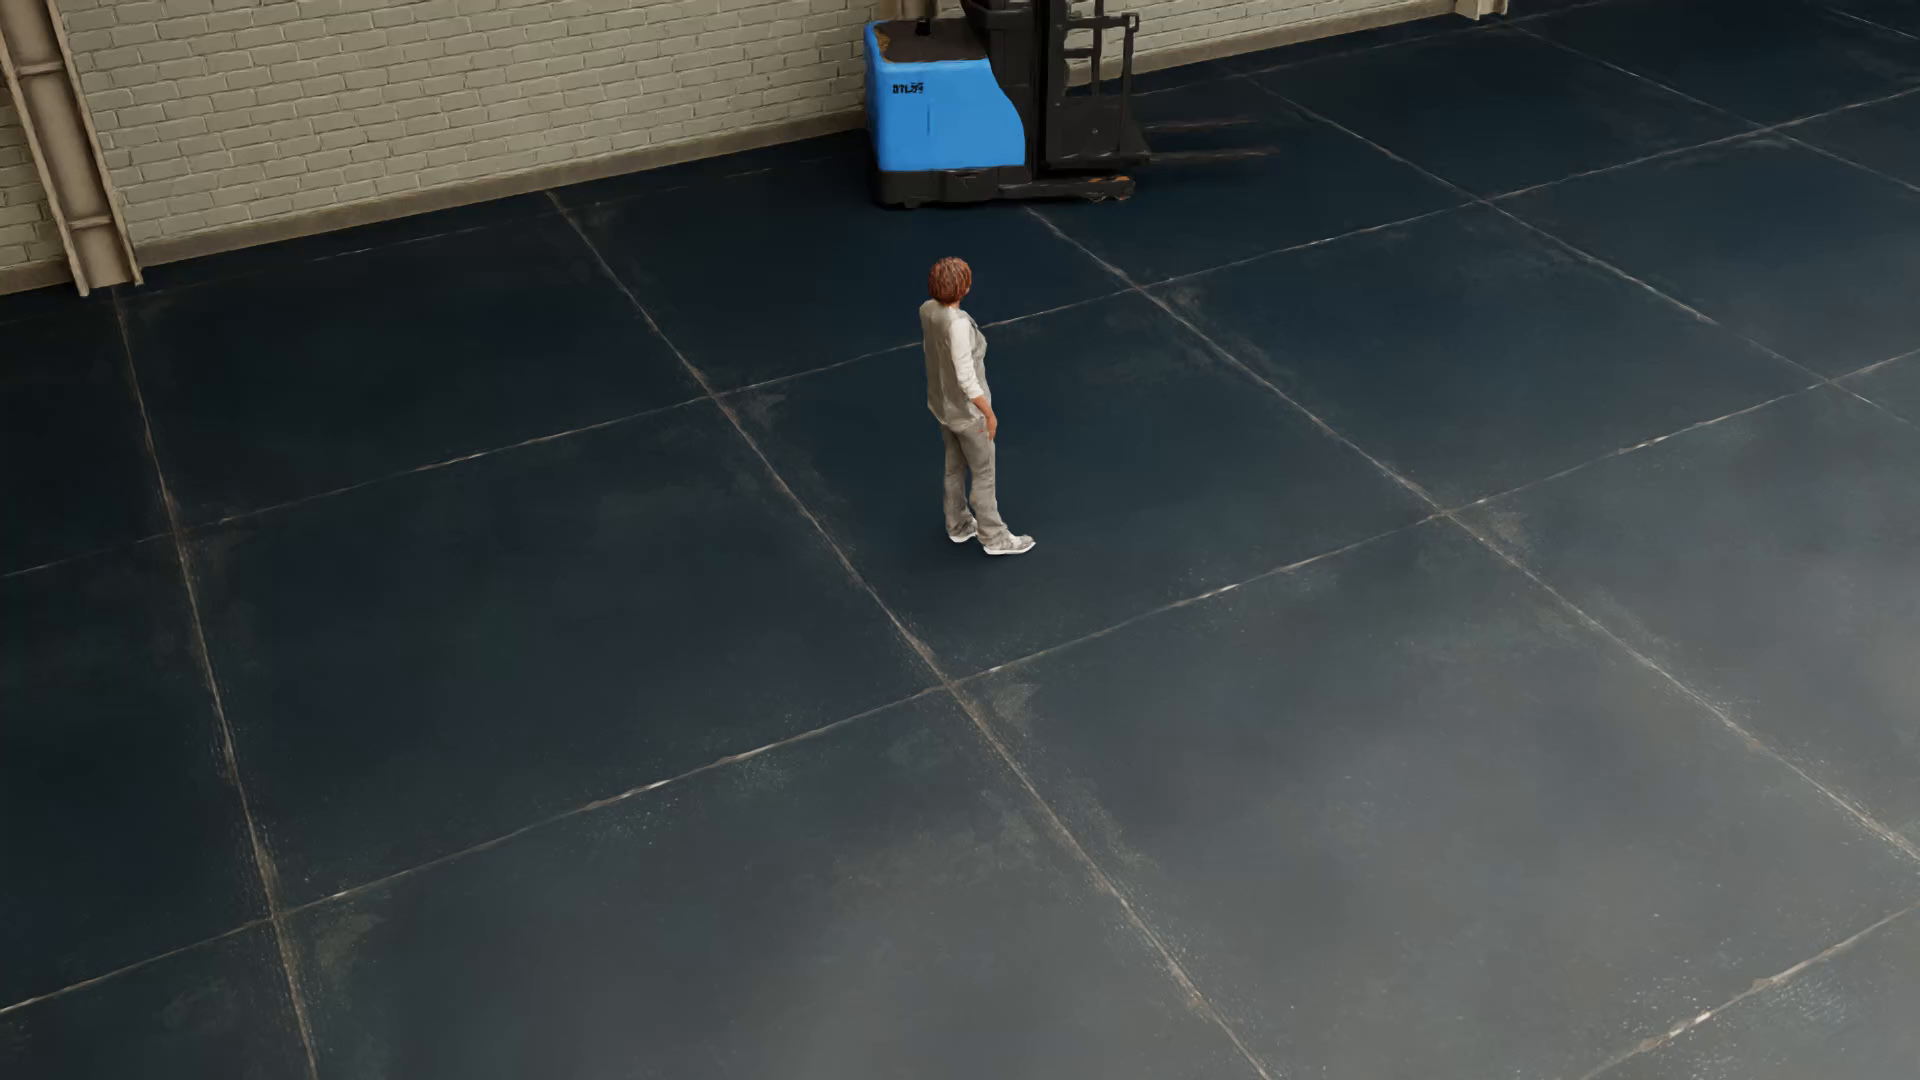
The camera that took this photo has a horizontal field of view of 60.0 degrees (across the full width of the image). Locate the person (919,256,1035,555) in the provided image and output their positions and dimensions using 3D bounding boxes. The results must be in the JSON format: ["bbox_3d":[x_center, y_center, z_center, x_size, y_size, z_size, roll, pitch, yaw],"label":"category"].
[{"bbox_3d":[0.072,-0.671,8.216,0.474,1.597,0.521,-17,39,-23],"label":"person"}]

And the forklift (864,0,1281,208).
[{"bbox_3d":[0.841,-3.971,11.741,3.031,2.935,1.130,-5,36,-7],"label":"forklift"}]
